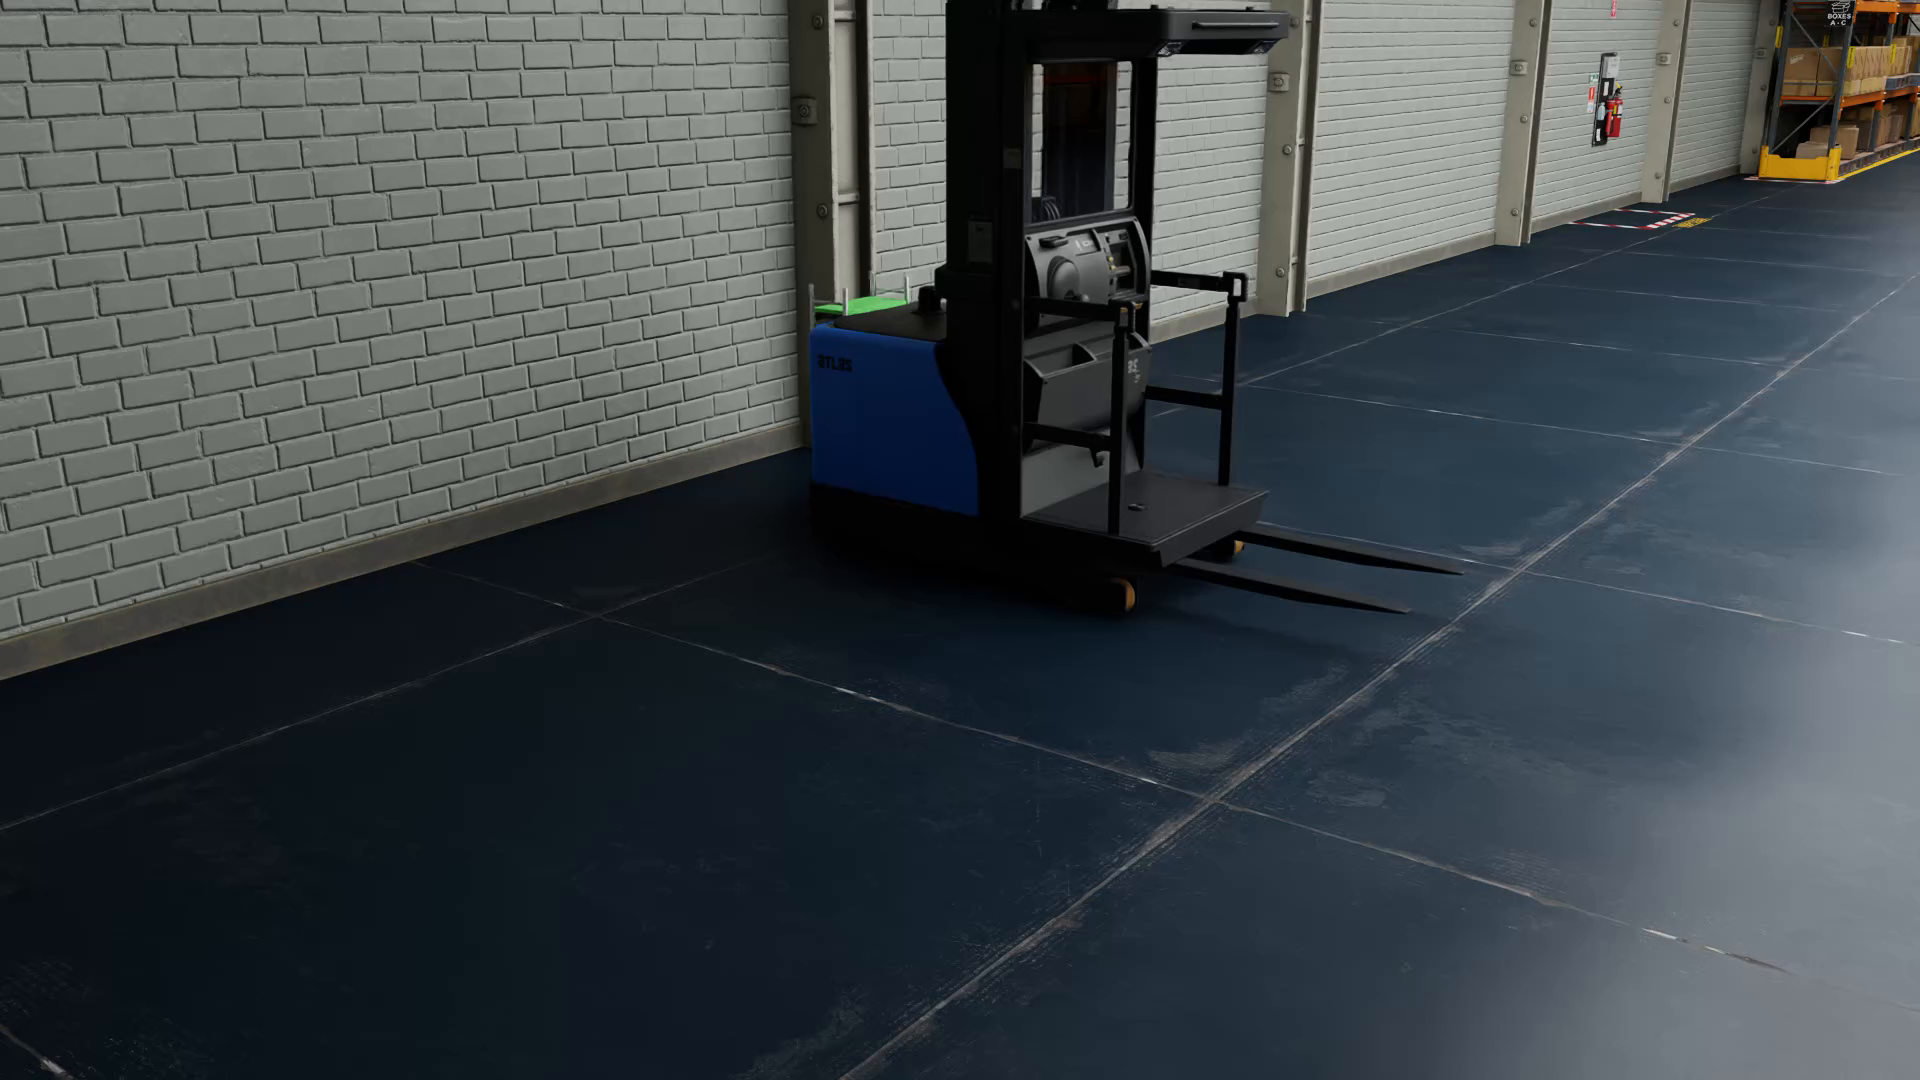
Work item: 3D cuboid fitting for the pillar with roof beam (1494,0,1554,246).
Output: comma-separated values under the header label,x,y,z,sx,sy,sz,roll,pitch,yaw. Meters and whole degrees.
label,x,y,z,sx,sy,sz,roll,pitch,yaw
pillar with roof beam,9.874,-6.991,15.582,9.100,9.000,0.400,12,21,35

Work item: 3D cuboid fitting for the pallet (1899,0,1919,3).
label,x,y,z,sx,sy,sz,roll,pitch,yaw
pallet,16.681,-9.849,30.159,1.213,0.211,1.003,12,21,35

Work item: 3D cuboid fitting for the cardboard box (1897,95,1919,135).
label,x,y,z,sx,sy,sz,roll,pitch,yaw
cardboard box,19.682,-8.864,34.646,0.750,0.750,0.750,12,21,34

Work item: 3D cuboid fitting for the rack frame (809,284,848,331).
label,x,y,z,sx,sy,sz,roll,pitch,yaw
rack frame,-0.655,-0.689,8.438,0.240,1.200,0.015,12,21,35

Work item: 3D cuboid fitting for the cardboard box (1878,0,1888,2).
label,x,y,z,sx,sy,sz,roll,pitch,yaw
cardboard box,15.814,-9.585,28.792,0.500,0.500,0.500,10,20,30

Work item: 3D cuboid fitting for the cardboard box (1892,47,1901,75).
label,x,y,z,sx,sy,sz,roll,pitch,yaw
cardboard box,17.265,-9.045,31.402,0.700,0.500,0.500,16,24,42

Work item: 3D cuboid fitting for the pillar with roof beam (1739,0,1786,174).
label,x,y,z,sx,sy,sz,roll,pitch,yaw
pillar with roof beam,17.024,-9.849,24.785,9.100,9.000,0.400,12,21,35

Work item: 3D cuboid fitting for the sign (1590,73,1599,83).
label,x,y,z,sx,sy,sz,roll,pitch,yaw
sign,8.087,-5.890,21.198,0.001,0.109,0.331,12,21,35

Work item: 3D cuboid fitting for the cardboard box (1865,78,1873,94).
label,x,y,z,sx,sy,sz,roll,pitch,yaw
cardboard box,15.300,-7.789,28.489,0.500,0.250,0.500,13,21,35

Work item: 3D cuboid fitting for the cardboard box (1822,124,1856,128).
label,x,y,z,sx,sy,sz,roll,pitch,yaw
cardboard box,15.642,-7.140,29.650,0.500,0.500,0.500,11,20,31

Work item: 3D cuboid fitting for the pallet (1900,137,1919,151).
label,x,y,z,sx,sy,sz,roll,pitch,yaw
pallet,19.142,-8.173,34.207,1.003,0.211,1.213,12,21,35

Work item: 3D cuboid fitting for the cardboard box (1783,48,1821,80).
label,x,y,z,sx,sy,sz,roll,pitch,yaw
cardboard box,13.955,-7.871,27.486,0.500,0.500,0.500,12,21,34

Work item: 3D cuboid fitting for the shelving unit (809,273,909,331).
label,x,y,z,sx,sy,sz,roll,pitch,yaw
shelving unit,-0.509,-0.747,8.625,0.258,1.200,0.503,12,21,35

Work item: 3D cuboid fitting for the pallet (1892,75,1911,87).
label,x,y,z,sx,sy,sz,roll,pitch,yaw
pallet,17.465,-8.760,31.718,1.003,0.211,1.213,12,21,35

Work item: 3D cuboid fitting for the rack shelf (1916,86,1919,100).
label,x,y,z,sx,sy,sz,roll,pitch,yaw
rack shelf,19.803,-9.463,34.872,1.077,0.370,4.000,12,21,35

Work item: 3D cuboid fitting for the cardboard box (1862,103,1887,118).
label,x,y,z,sx,sy,sz,roll,pitch,yaw
cardboard box,17.532,-8.276,32.045,0.500,0.250,0.500,12,21,34

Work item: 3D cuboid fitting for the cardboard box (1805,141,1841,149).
label,x,y,z,sx,sy,sz,roll,pitch,yaw
cardboard box,14.669,-6.636,28.346,0.500,0.311,0.500,15,22,39

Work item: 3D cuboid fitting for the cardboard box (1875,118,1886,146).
label,x,y,z,sx,sy,sz,roll,pitch,yaw
cardboard box,17.257,-7.819,31.836,0.700,0.500,0.500,13,21,35

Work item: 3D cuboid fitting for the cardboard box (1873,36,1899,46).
label,x,y,z,sx,sy,sz,roll,pitch,yaw
cardboard box,18.673,-10.042,33.554,0.500,0.250,0.500,13,22,36

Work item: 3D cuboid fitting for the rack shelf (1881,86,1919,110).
label,x,y,z,sx,sy,sz,roll,pitch,yaw
rack shelf,17.420,-8.510,31.804,1.077,0.370,4.000,12,21,35

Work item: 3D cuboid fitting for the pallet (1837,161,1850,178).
label,x,y,z,sx,sy,sz,roll,pitch,yaw
pallet,14.402,-6.299,28.170,1.003,0.211,1.213,12,21,35

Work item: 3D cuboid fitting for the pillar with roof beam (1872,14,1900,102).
label,x,y,z,sx,sy,sz,roll,pitch,yaw
pillar with roof beam,24.174,-12.707,33.989,9.100,9.000,0.400,12,21,35

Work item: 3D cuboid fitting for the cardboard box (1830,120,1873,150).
label,x,y,z,sx,sy,sz,roll,pitch,yaw
cardboard box,16.653,-7.572,31.043,0.700,0.500,0.500,13,22,37

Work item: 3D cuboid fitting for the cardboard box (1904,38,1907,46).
label,x,y,z,sx,sy,sz,roll,pitch,yaw
cardboard box,18.430,-9.811,32.773,0.380,0.149,0.250,9,20,28

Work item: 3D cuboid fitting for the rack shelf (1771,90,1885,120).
label,x,y,z,sx,sy,sz,roll,pitch,yaw
rack shelf,15.036,-7.558,28.736,1.077,0.370,4.000,12,21,35

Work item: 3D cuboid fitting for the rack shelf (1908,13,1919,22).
label,x,y,z,sx,sy,sz,roll,pitch,yaw
rack shelf,22.186,-11.848,37.495,1.077,0.370,4.000,12,21,35

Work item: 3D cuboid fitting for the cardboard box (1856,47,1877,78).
label,x,y,z,sx,sy,sz,roll,pitch,yaw
cardboard box,15.284,-8.145,28.368,0.500,0.500,0.500,13,22,36

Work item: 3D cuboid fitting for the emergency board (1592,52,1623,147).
label,x,y,z,sx,sy,sz,roll,pitch,yaw
emergency board,8.489,-5.734,21.649,0.194,1.169,0.643,12,21,35

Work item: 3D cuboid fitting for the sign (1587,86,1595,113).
label,x,y,z,sx,sy,sz,roll,pitch,yaw
sign,8.077,-5.637,21.278,0.001,0.329,0.234,12,21,35

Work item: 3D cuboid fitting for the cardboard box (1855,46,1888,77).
label,x,y,z,sx,sy,sz,roll,pitch,yaw
cardboard box,15.902,-8.387,29.147,0.500,0.500,0.500,12,21,34

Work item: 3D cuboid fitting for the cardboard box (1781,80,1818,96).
label,x,y,z,sx,sy,sz,roll,pitch,yaw
cardboard box,13.967,-7.508,27.584,0.500,0.250,0.500,13,21,35

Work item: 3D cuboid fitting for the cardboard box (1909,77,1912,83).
label,x,y,z,sx,sy,sz,roll,pitch,yaw
cardboard box,18.993,-9.257,33.386,0.380,0.149,0.250,12,21,34

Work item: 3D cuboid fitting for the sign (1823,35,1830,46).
label,x,y,z,sx,sy,sz,roll,pitch,yaw
sign,15.780,-9.028,30.305,0.100,0.325,0.005,12,21,35

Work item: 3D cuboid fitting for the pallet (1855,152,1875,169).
label,x,y,z,sx,sy,sz,roll,pitch,yaw
pallet,15.856,-6.880,30.042,1.003,0.211,1.213,12,21,35

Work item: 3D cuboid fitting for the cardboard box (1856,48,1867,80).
label,x,y,z,sx,sy,sz,roll,pitch,yaw
cardboard box,14.673,-7.898,27.572,0.500,0.500,0.500,12,21,35

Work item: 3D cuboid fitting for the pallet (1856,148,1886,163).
label,x,y,z,sx,sy,sz,roll,pitch,yaw
pallet,16.691,-7.232,31.175,1.003,0.211,1.213,12,21,35

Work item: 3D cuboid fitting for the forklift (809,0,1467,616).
label,x,y,z,sx,sy,sz,roll,pitch,yaw
forklift,0.747,-1.248,7.320,3.031,2.935,1.130,12,21,35

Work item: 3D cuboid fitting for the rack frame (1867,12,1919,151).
label,x,y,z,sx,sy,sz,roll,pitch,yaw
rack frame,18.611,-9.330,33.231,1.000,3.000,0.127,12,21,35

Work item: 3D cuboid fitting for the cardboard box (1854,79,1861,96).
label,x,y,z,sx,sy,sz,roll,pitch,yaw
cardboard box,14.688,-7.549,27.715,0.500,0.250,0.500,12,21,33

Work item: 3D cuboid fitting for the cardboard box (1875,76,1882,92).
label,x,y,z,sx,sy,sz,roll,pitch,yaw
cardboard box,15.886,-8.032,29.270,0.500,0.250,0.500,13,21,35

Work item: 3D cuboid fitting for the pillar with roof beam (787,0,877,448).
label,x,y,z,sx,sy,sz,roll,pitch,yaw
pillar with roof beam,2.724,-4.133,6.378,9.100,9.000,0.400,12,21,35

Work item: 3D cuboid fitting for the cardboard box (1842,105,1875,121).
label,x,y,z,sx,sy,sz,roll,pitch,yaw
cardboard box,16.913,-8.036,31.271,0.500,0.250,0.500,12,21,34

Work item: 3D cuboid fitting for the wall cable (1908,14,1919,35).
label,x,y,z,sx,sy,sz,roll,pitch,yaw
wall cable,23.381,-12.193,40.737,0.084,1.984,1.851,12,21,35

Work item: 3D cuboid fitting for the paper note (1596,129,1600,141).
label,x,y,z,sx,sy,sz,roll,pitch,yaw
paper note,8.328,-5.283,21.683,0.016,0.148,0.142,12,21,35

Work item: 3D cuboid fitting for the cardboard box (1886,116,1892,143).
label,x,y,z,sx,sy,sz,roll,pitch,yaw
cardboard box,17.824,-8.064,32.626,0.700,0.500,0.500,12,21,35

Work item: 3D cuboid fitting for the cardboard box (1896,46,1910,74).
label,x,y,z,sx,sy,sz,roll,pitch,yaw
cardboard box,18.028,-9.337,32.341,0.700,0.500,0.500,10,20,30

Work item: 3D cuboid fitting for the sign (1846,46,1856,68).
label,x,y,z,sx,sy,sz,roll,pitch,yaw
sign,14.280,-7.743,26.659,0.100,0.325,0.005,12,21,35
